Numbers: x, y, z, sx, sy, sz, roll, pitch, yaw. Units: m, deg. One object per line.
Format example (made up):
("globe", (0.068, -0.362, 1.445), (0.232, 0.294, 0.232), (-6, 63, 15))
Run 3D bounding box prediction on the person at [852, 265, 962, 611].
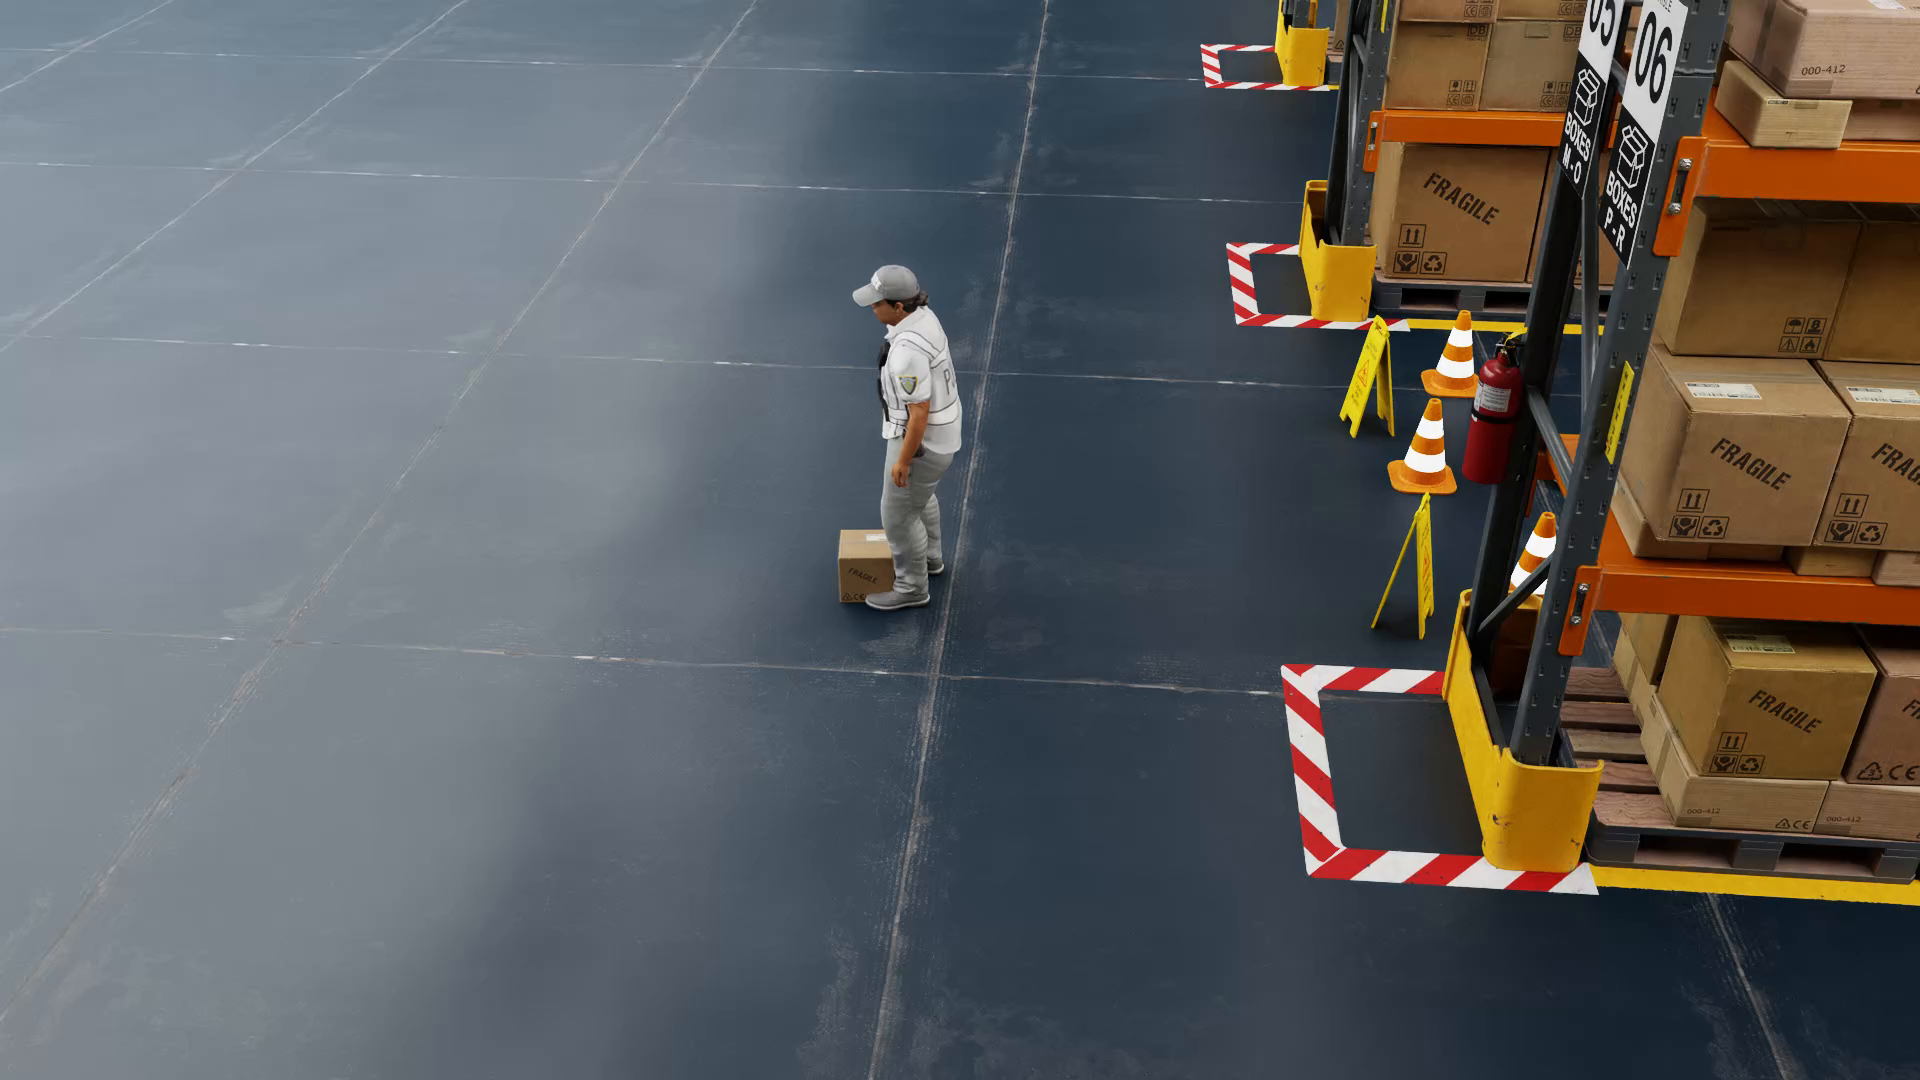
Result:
("person", (-0.224, -0.464, 7.472), (0.465, 1.667, 0.561), (1, 32, 2))
